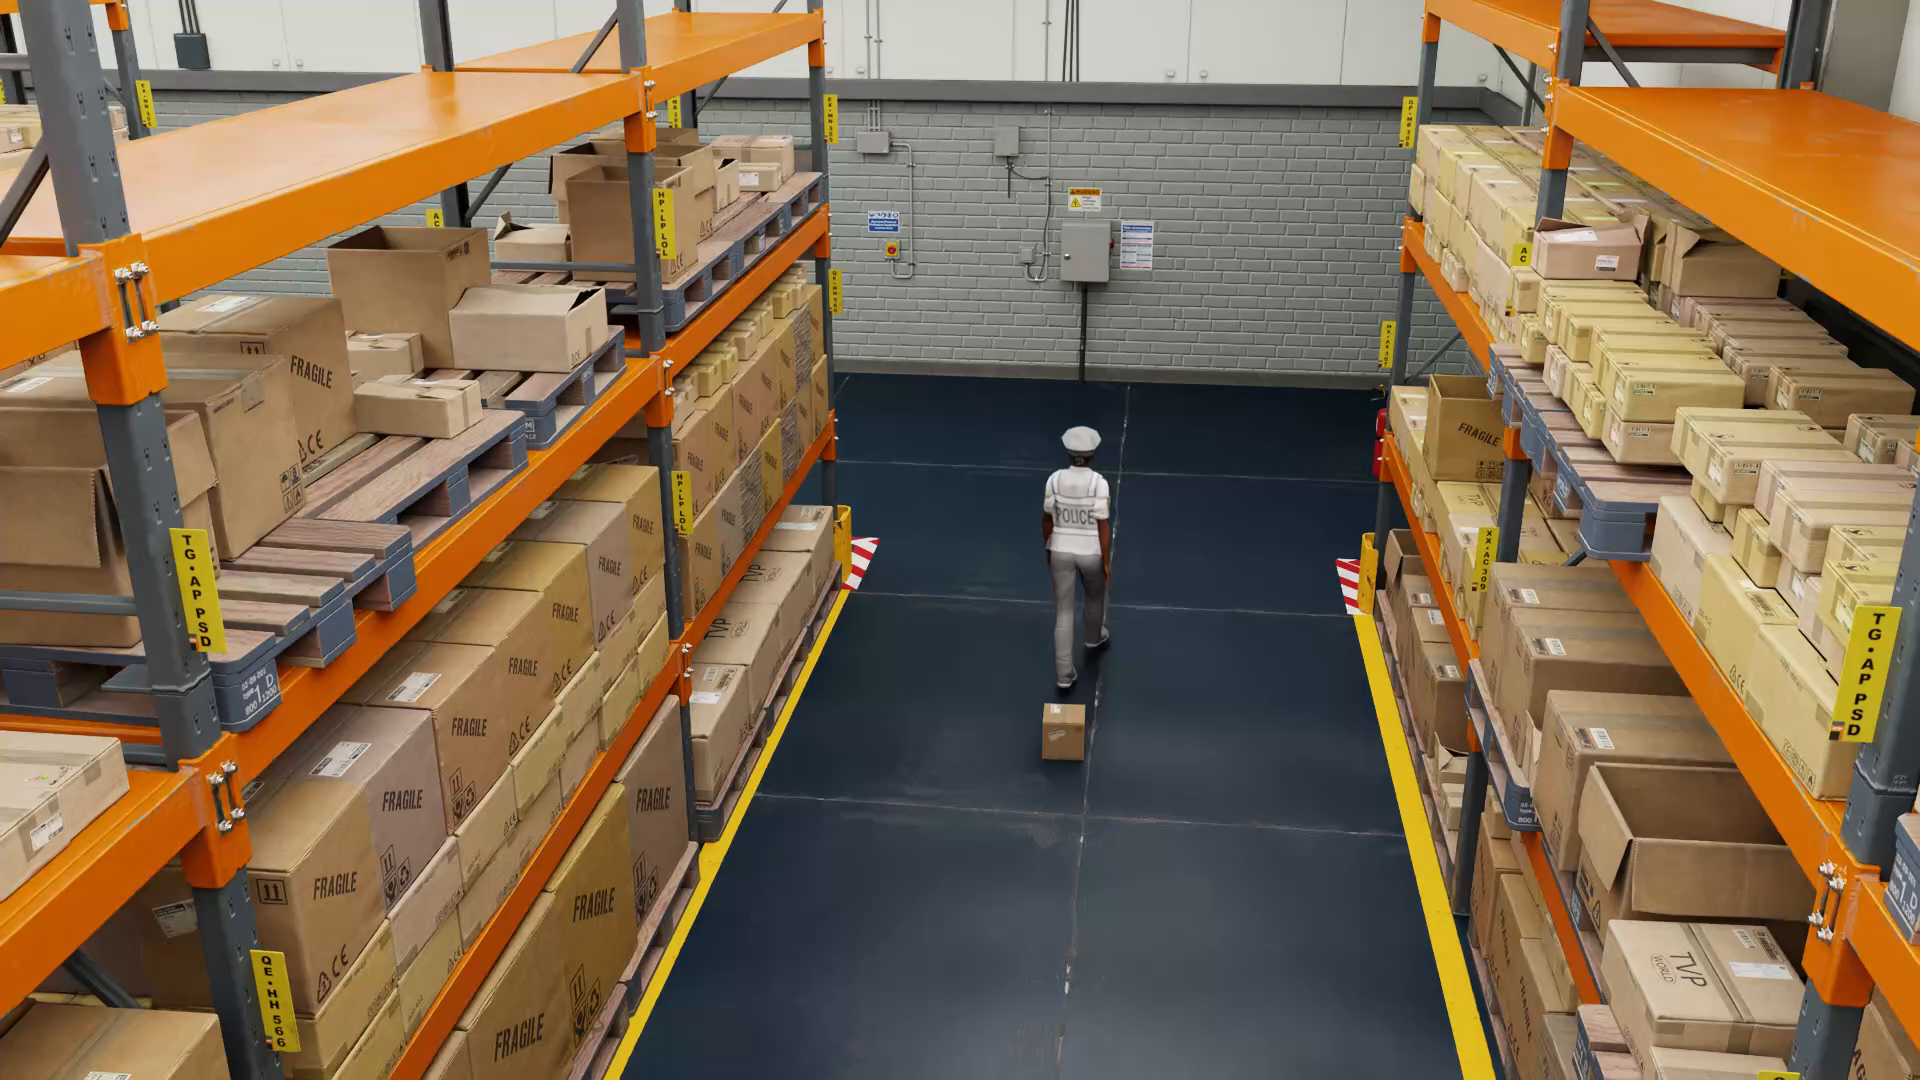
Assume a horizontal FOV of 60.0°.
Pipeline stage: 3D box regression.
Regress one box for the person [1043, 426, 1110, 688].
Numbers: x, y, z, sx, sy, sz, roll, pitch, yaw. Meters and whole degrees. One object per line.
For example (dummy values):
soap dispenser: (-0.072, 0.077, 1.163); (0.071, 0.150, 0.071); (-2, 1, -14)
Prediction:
person: (0.760, 0.057, 10.889); (0.440, 1.617, 0.959); (4, 22, 9)
